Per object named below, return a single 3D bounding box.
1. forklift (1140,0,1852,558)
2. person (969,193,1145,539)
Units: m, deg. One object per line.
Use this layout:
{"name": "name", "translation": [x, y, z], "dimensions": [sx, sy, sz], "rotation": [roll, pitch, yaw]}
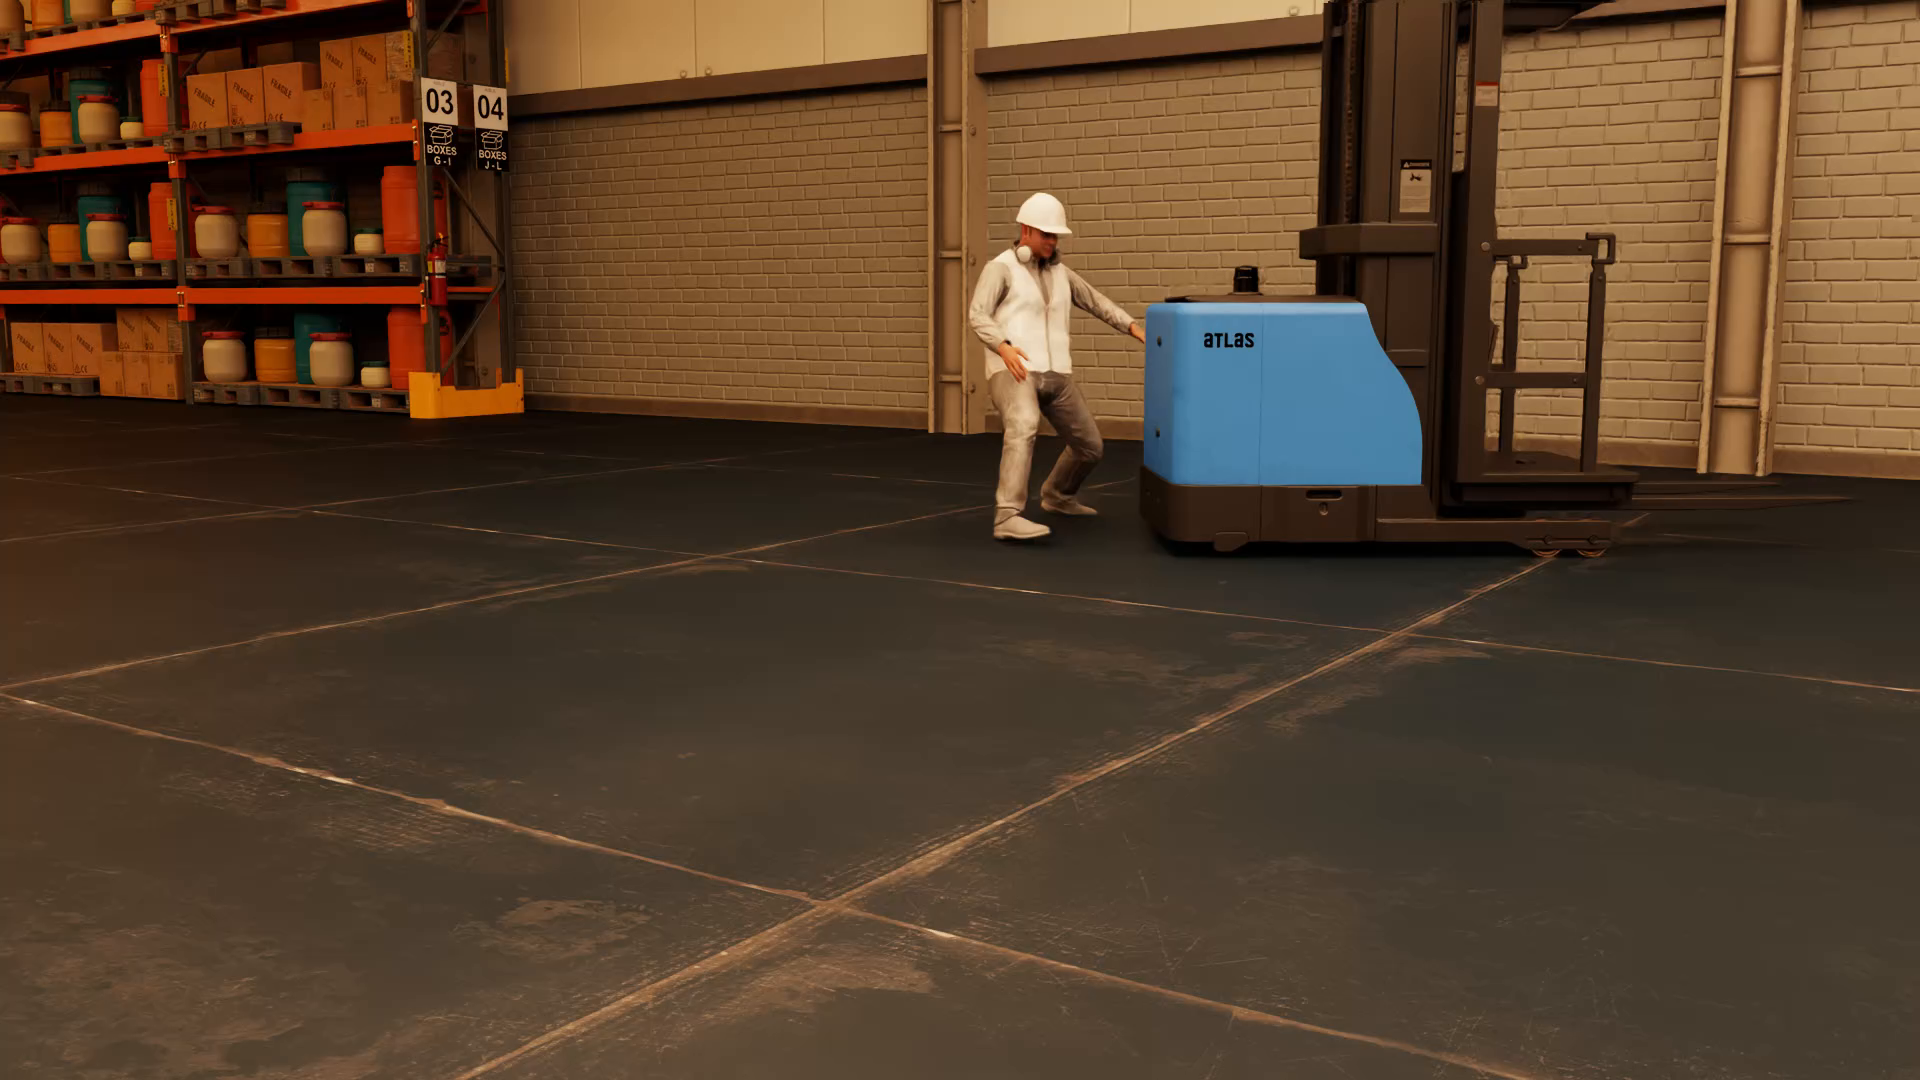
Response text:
{"name": "forklift", "translation": [2.389, -1.450, 7.393], "dimensions": [3.031, 2.935, 1.130], "rotation": [0, 8, -2]}
{"name": "person", "translation": [0.454, -0.828, 7.919], "dimensions": [1.049, 1.617, 0.953], "rotation": [-6, 10, -34]}
